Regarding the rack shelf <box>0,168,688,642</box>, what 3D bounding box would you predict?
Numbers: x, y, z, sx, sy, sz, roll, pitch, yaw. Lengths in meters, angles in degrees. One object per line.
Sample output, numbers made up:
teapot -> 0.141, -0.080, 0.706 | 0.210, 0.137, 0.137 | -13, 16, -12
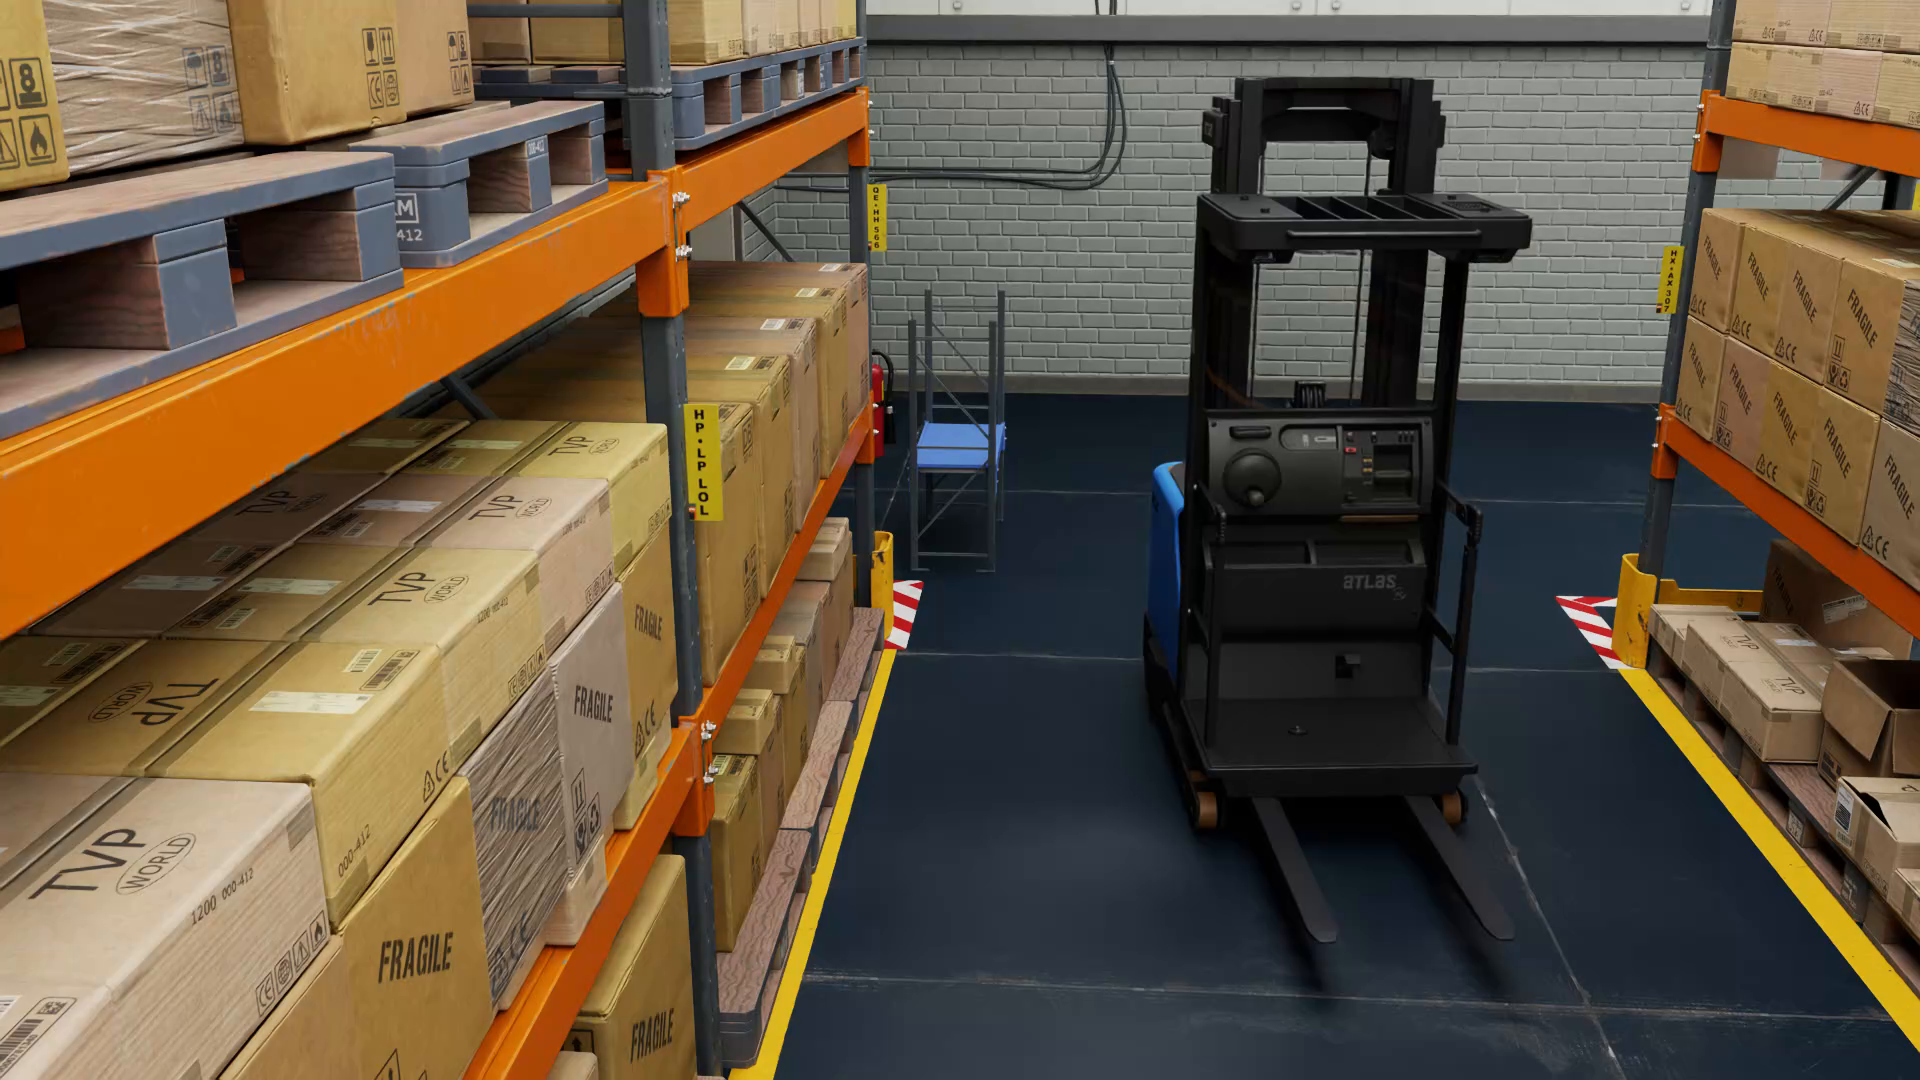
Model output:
rack shelf -> -1.384, -0.167, 2.454 | 1.077, 0.370, 4.000 | 1, 18, 4

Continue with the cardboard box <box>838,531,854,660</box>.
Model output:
cardboard box -> -0.904, 0.261, 8.150 | 0.700, 0.500, 0.500 | 1, 18, 4

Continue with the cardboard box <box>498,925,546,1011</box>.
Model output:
cardboard box -> -1.084, 0.833, 3.436 | 0.380, 0.149, 0.250 | 1, 18, 4

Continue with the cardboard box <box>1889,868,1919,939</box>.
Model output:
cardboard box -> 3.426, 1.249, 5.665 | 0.380, 0.149, 0.250 | 1, 18, 4

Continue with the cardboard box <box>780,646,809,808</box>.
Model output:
cardboard box -> -1.006, 0.738, 6.693 | 0.700, 0.500, 0.500 | 2, 18, 5

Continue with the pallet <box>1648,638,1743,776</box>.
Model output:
pallet -> 3.926, 0.759, 7.769 | 1.003, 0.211, 1.213 | 1, 18, 4

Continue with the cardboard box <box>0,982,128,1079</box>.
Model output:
cardboard box -> -1.200, 0.681, 1.654 | 0.500, 0.250, 0.500 | 1, 18, 3

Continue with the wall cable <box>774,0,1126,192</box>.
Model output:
wall cable -> -0.192, -4.071, 13.382 | 3.097, 2.526, 0.112 | 1, 18, 4

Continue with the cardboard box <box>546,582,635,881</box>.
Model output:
cardboard box -> -1.049, 0.404, 3.701 | 0.500, 0.500, 0.500 | 1, 18, 4

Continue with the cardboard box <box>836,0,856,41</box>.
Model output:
cardboard box -> -0.741, -2.315, 7.259 | 0.500, 0.250, 0.500 | 2, 18, 6

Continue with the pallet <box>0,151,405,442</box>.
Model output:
pallet -> -1.457, -0.347, 2.150 | 1.003, 0.211, 1.213 | 2, 18, 6

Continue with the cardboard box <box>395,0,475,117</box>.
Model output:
cardboard box -> -1.413, -1.116, 3.327 | 0.700, 0.500, 0.500 | 0, 18, 1

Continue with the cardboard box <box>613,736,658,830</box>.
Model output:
cardboard box -> -0.977, 0.595, 4.160 | 0.380, 0.149, 0.250 | 2, 18, 5

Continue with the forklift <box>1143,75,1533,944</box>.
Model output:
forklift -> 1.493, -0.305, 6.646 | 1.130, 2.935, 3.031 | -1, 18, -2

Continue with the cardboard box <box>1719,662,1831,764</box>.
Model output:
cardboard box -> 3.594, 0.733, 7.078 | 0.500, 0.250, 0.500 | 1, 18, 4

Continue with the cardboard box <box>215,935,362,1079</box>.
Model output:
cardboard box -> -1.154, 0.877, 2.257 | 0.500, 0.500, 0.500 | 1, 18, 4

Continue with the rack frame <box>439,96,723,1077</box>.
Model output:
rack frame -> -1.240, 0.295, 4.705 | 1.000, 3.000, 0.127 | 1, 18, 4

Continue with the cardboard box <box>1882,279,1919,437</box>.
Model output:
cardboard box -> 3.549, -0.597, 5.660 | 0.500, 0.500, 0.500 | 1, 18, 4

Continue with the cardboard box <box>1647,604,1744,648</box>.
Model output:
cardboard box -> 3.615, 0.430, 8.164 | 0.380, 0.149, 0.250 | 1, 18, 4

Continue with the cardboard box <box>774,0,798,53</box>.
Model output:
cardboard box -> -0.848, -1.832, 5.786 | 0.500, 0.250, 0.500 | 1, 18, 2

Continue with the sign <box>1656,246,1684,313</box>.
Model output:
sign -> 3.446, -1.261, 8.064 | 0.100, 0.325, 0.005 | 1, 18, 4

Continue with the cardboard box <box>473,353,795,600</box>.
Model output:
cardboard box -> -1.127, -0.242, 5.863 | 0.980, 0.700, 0.700 | 1, 18, 3

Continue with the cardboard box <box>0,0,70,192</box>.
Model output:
cardboard box -> -1.511, -0.634, 1.855 | 0.700, 0.500, 0.500 | 2, 18, 7

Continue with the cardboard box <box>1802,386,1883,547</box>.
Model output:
cardboard box -> 3.585, -0.282, 6.305 | 0.500, 0.500, 0.500 | 2, 18, 5

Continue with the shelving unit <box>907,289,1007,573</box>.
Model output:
shelving unit -> -0.006, -0.686, 10.109 | 0.538, 1.500, 1.048 | 1, 18, 4

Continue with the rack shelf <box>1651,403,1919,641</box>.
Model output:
rack shelf -> 3.844, 0.125, 6.379 | 1.077, 0.370, 4.000 | 1, 18, 4

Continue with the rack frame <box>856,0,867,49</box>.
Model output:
rack frame -> -0.954, -3.798, 7.562 | 1.000, 3.000, 0.127 | 1, 18, 4

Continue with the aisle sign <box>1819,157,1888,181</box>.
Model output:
aisle sign -> 4.298, -2.087, 7.801 | 0.394, 0.787, 0.004 | 1, 18, 4

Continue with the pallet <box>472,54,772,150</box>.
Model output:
pallet -> -1.171, -1.342, 5.026 | 1.003, 0.211, 1.213 | 1, 18, 4

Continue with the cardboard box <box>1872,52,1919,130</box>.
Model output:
cardboard box -> 3.585, -1.572, 5.828 | 0.500, 0.250, 0.500 | 1, 18, 4

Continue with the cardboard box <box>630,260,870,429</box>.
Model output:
cardboard box -> -0.980, -0.931, 7.965 | 0.980, 0.700, 0.700 | 2, 18, 6

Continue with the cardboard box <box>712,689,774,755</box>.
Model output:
cardboard box -> -0.878, 0.643, 5.942 | 0.380, 0.149, 0.250 | 2, 18, 6

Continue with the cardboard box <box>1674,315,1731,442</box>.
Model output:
cardboard box -> 3.693, -0.753, 7.744 | 0.500, 0.500, 0.500 | 2, 18, 5

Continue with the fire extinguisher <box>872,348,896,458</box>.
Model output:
fire extinguisher -> -0.482, -0.770, 8.678 | 0.296, 0.674, 0.183 | 1, 18, 4

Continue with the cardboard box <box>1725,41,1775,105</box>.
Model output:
cardboard box -> 3.697, -2.038, 7.249 | 0.500, 0.250, 0.500 | 1, 18, 4

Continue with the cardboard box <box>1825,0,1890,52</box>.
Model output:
cardboard box -> 3.619, -1.965, 6.224 | 0.500, 0.250, 0.500 | 1, 18, 4

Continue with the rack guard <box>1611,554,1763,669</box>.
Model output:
rack guard -> 3.982, 0.374, 8.479 | 1.175, 0.500, 0.348 | 1, 18, 4

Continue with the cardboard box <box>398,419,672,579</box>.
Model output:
cardboard box -> -1.019, -0.109, 4.063 | 0.500, 0.250, 0.500 | 2, 18, 5

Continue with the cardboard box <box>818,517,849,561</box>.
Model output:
cardboard box -> -0.731, -0.003, 7.915 | 0.380, 0.149, 0.250 | 1, 18, 3

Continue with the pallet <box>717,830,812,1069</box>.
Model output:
pallet -> -1.108, 1.386, 5.854 | 1.003, 0.211, 1.213 | 1, 18, 4

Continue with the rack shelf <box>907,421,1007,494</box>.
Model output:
rack shelf -> -0.006, -0.515, 10.165 | 0.538, 0.185, 1.000 | 1, 18, 4

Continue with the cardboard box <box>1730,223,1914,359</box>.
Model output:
cardboard box -> 3.663, -1.066, 7.092 | 0.500, 0.500, 0.500 | 1, 18, 4
